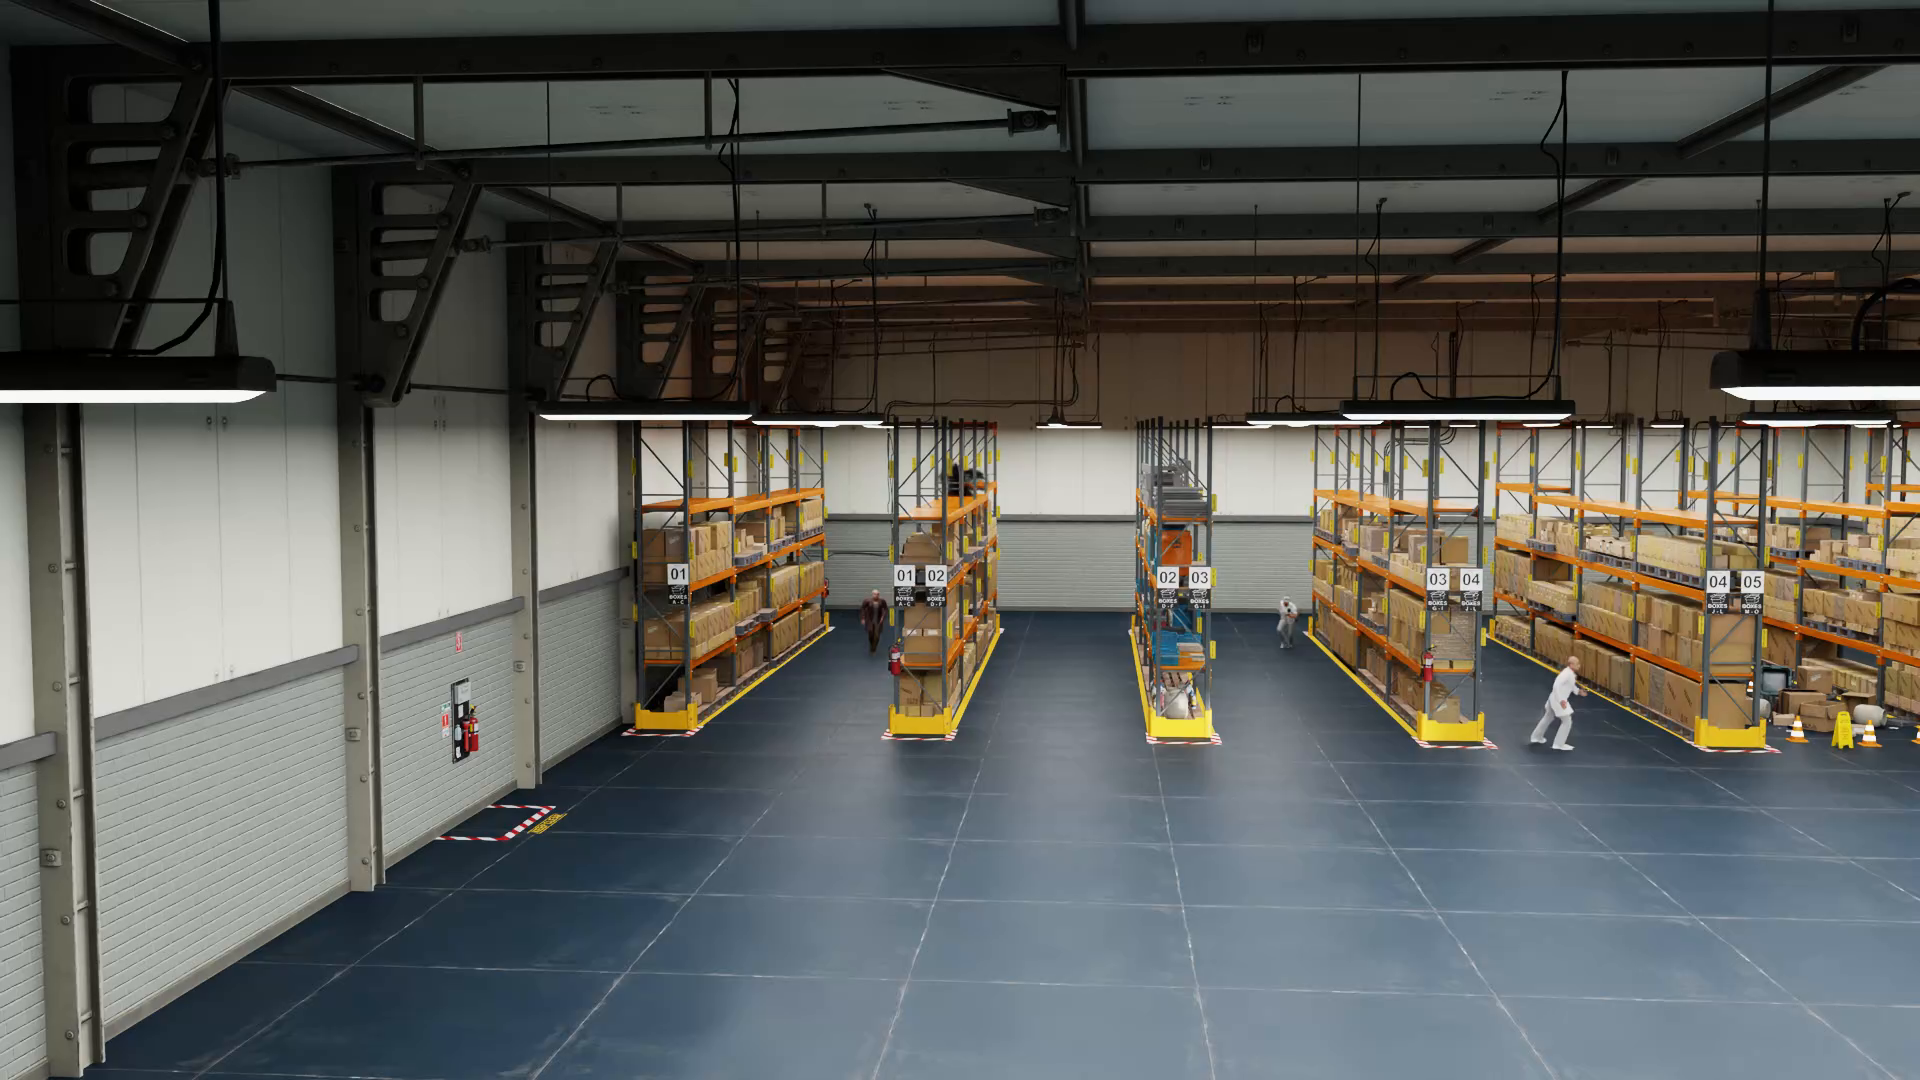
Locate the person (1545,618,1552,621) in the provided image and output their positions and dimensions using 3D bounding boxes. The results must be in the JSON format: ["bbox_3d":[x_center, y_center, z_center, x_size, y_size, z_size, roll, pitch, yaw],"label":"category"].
[{"bbox_3d":[16.656,1.792,46.588,0.714,1.766,0.930,-3,5,-35],"label":"person"}]

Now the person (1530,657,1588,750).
[{"bbox_3d":[10.809,2.932,29.980,0.969,1.679,0.764,1,4,19],"label":"person"}]

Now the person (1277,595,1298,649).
[{"bbox_3d":[8.614,2.140,43.551,0.605,1.443,1.068,2,4,30],"label":"person"}]

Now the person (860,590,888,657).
[{"bbox_3d":[-2.191,2.105,42.401,0.717,1.714,0.708,-1,4,-12],"label":"person"}]
